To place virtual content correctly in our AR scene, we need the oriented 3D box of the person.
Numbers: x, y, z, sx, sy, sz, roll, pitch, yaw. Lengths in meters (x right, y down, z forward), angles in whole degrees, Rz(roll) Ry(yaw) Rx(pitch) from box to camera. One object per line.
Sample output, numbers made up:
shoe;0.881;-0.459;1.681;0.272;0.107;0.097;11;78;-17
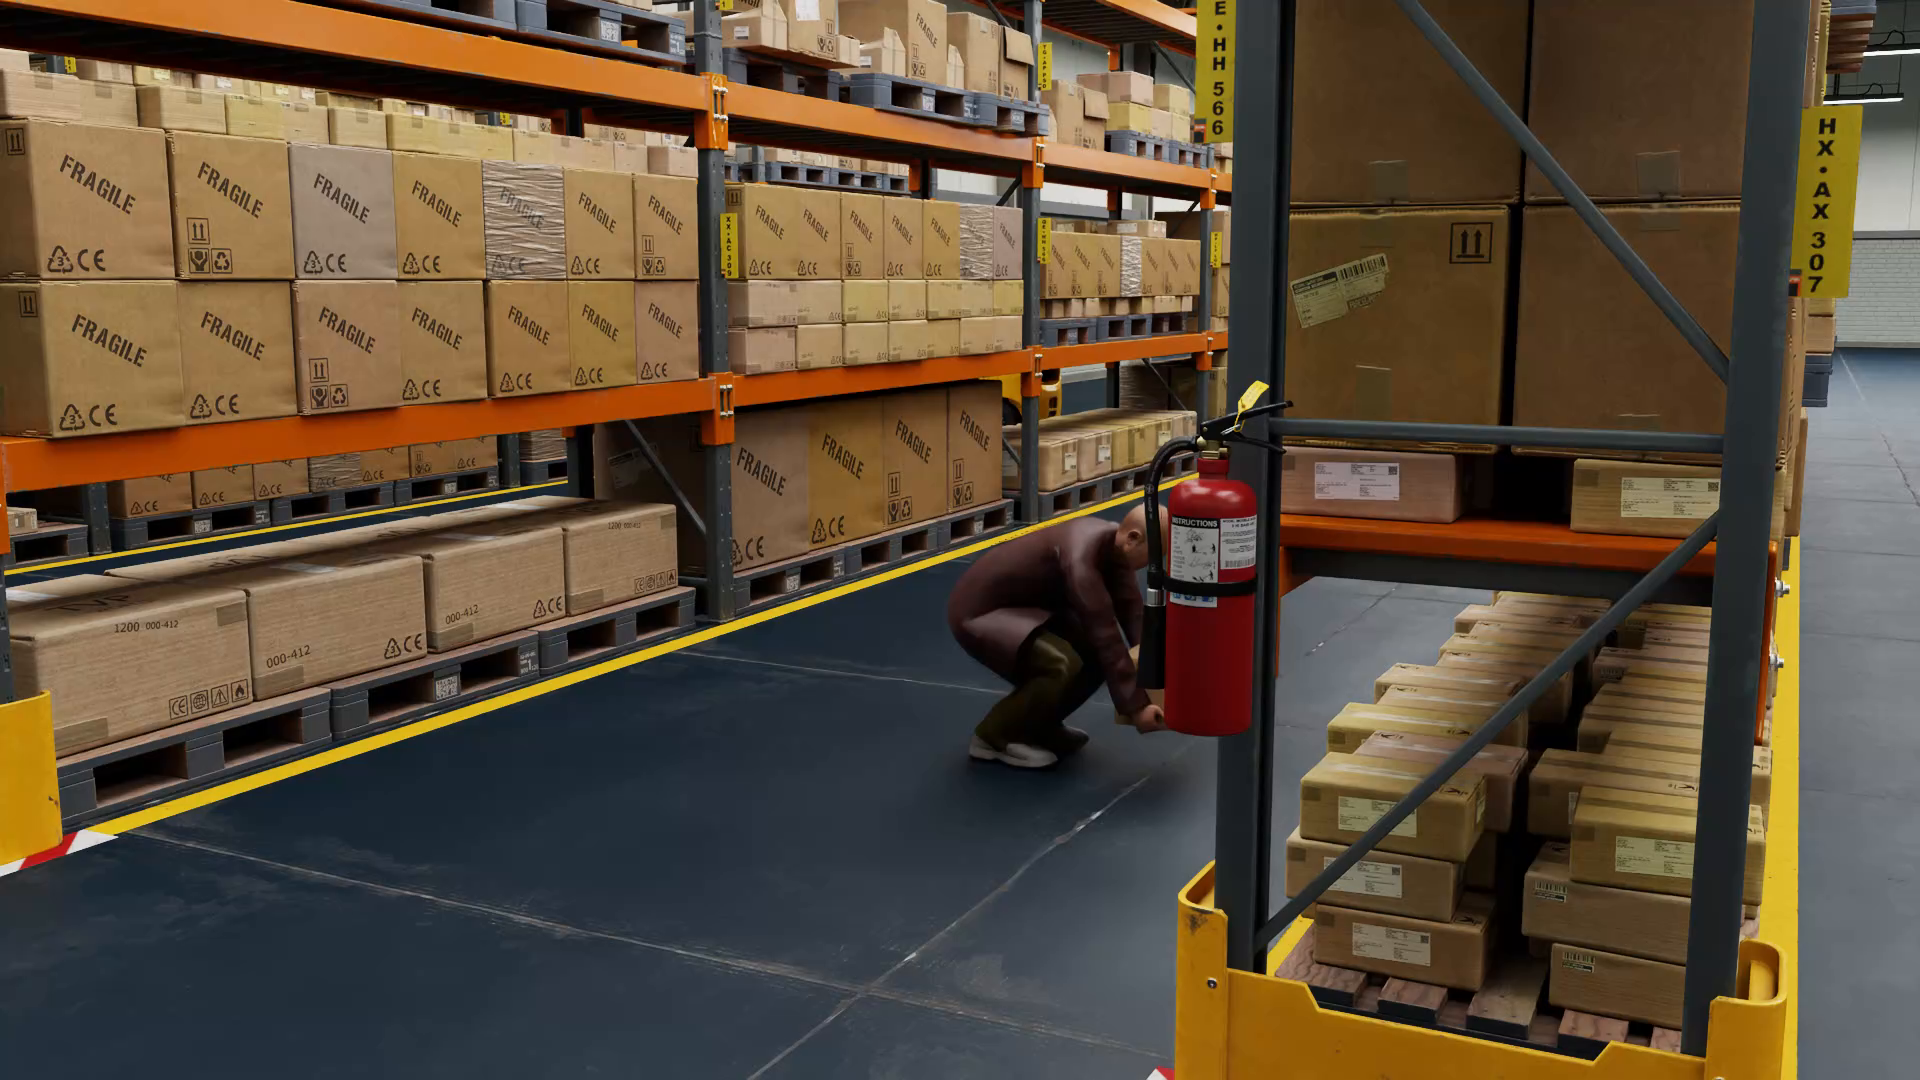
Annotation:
person;0.405;0.343;6.246;0.948;1.000;0.581;4;10;25
